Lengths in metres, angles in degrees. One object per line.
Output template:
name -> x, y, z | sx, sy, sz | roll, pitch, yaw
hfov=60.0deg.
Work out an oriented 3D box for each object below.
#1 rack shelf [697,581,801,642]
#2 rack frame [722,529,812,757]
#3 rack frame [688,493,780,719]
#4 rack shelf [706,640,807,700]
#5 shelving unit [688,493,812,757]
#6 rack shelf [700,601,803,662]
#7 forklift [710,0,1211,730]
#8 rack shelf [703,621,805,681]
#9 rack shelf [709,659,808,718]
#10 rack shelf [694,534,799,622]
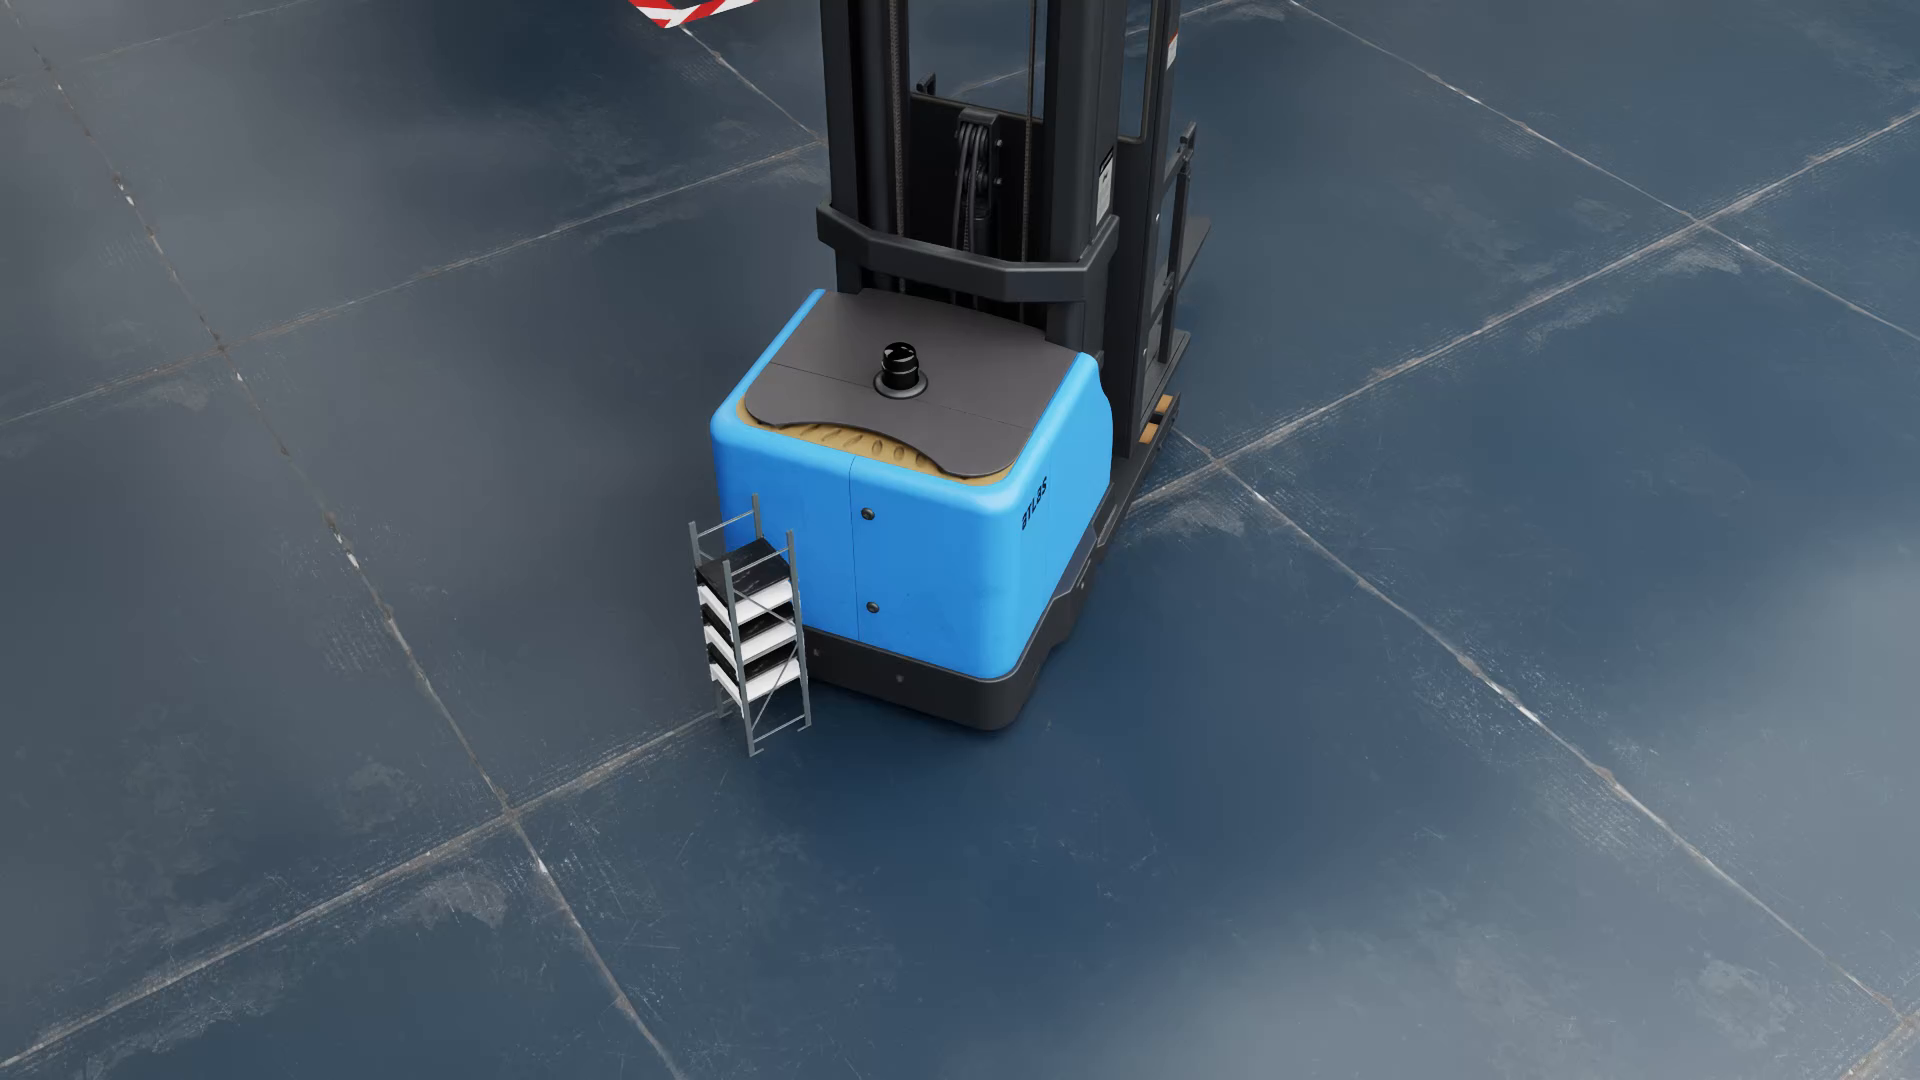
rack shelf -> -0.658, 0.180, 5.197 | 0.258, 0.077, 0.200 | -27, 50, -25
rack frame -> -0.599, 0.343, 5.239 | 0.240, 0.900, 0.006 | -27, 50, -25
rack frame -> -0.718, 0.230, 5.358 | 0.240, 0.900, 0.006 | -27, 50, -25
rack shelf -> -0.658, 0.376, 5.383 | 0.258, 0.077, 0.200 | -27, 50, -25
shelving unit -> -0.658, 0.286, 5.298 | 0.258, 0.900, 0.210 | -27, 50, -25
rack shelf -> -0.658, 0.245, 5.259 | 0.258, 0.077, 0.200 | -27, 50, -25
forklift -> 0.238, -1.462, 5.659 | 1.130, 2.935, 3.031 | 16, 46, 16
rack shelf -> -0.658, 0.311, 5.321 | 0.258, 0.077, 0.200 | -27, 50, -25
rack shelf -> -0.658, 0.441, 5.446 | 0.258, 0.077, 0.200 | -27, 50, -25
rack shelf -> -0.658, 0.115, 5.135 | 0.258, 0.077, 0.200 | -27, 50, -25
